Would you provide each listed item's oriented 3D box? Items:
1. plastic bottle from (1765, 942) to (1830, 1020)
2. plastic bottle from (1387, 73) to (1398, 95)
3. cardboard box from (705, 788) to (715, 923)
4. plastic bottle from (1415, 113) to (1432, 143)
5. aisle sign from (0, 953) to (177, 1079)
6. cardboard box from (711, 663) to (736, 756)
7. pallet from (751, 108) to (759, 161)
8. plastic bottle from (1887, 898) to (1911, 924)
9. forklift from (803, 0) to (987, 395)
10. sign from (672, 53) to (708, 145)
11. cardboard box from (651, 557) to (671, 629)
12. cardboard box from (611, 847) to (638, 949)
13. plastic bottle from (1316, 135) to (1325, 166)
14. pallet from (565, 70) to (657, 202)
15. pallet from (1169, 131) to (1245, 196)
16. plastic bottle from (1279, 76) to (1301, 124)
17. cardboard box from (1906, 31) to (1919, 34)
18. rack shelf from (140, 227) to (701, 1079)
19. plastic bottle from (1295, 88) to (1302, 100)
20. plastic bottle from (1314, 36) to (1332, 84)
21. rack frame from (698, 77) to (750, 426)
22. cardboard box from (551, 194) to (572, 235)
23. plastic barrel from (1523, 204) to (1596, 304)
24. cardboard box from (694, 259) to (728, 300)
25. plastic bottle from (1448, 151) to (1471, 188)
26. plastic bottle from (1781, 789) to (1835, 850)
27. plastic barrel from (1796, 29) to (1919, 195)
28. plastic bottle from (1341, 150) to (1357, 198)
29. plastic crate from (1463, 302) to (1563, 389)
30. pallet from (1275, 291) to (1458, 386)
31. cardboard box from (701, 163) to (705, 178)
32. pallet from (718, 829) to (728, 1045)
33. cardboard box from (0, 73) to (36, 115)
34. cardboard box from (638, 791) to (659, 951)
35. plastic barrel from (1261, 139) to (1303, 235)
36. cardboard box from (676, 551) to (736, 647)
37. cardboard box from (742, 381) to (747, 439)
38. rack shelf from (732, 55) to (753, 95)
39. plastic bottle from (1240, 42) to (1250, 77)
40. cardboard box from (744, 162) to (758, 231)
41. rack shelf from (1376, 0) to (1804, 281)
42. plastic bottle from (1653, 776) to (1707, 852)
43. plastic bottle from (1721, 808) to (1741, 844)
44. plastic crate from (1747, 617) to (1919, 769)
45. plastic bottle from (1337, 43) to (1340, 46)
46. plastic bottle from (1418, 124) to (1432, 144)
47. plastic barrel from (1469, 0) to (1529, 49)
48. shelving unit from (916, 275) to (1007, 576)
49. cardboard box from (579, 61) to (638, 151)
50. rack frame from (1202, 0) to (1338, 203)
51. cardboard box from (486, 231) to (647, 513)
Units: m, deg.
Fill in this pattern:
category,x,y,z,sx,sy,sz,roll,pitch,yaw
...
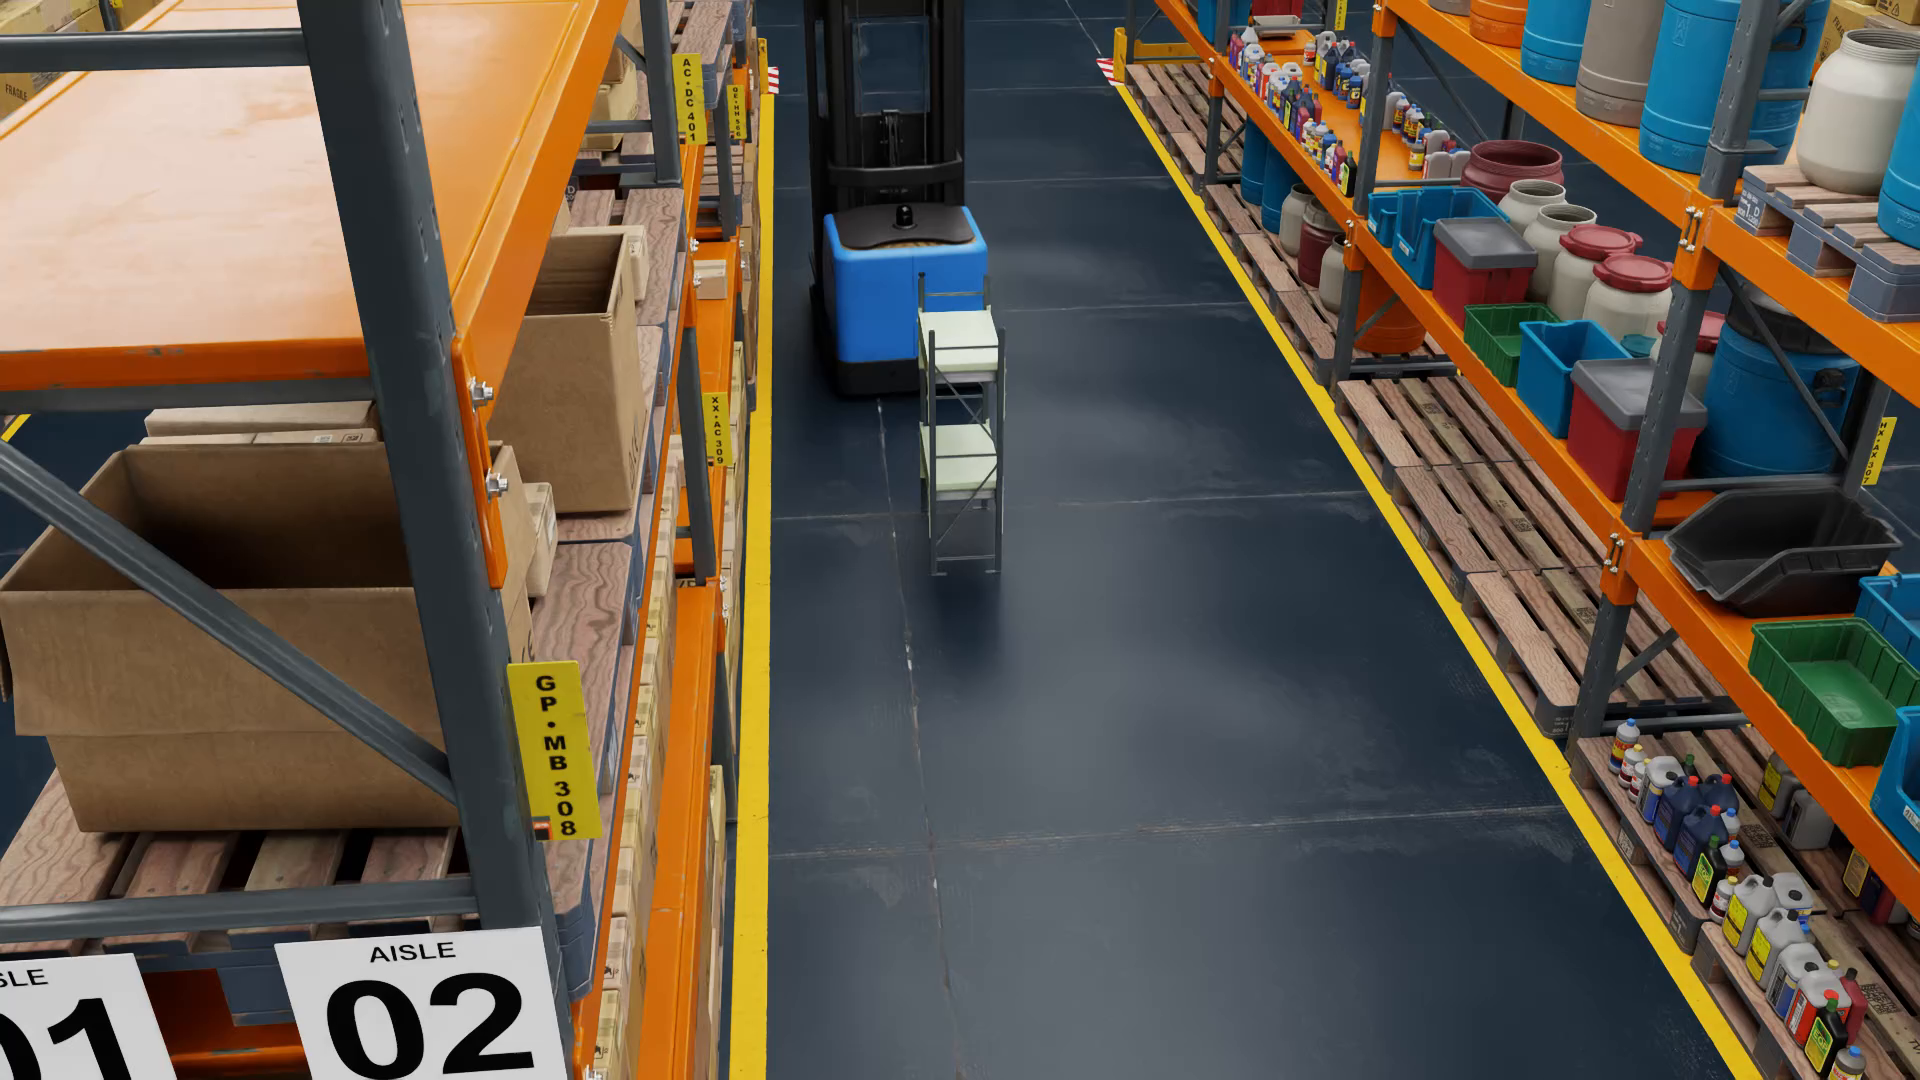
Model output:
category,x,y,z,sx,sy,sz,roll,pitch,yaw
plastic bottle,3.168,1.662,6.269,0.152,0.276,0.135,-4,31,-6
plastic bottle,3.179,-3.290,12.381,0.144,0.351,0.185,-3,31,-5
cardboard box,-1.224,1.153,6.435,0.500,0.500,0.500,-3,31,-5
plastic bottle,3.287,-2.896,11.787,0.061,0.283,0.133,-3,31,-5
aisle sign,-1.433,0.966,2.672,0.394,0.787,0.004,-3,31,-5
cardboard box,-1.311,0.775,7.800,0.500,0.250,0.500,-3,31,-6
pallet,-2.448,-3.869,16.023,1.003,0.211,1.213,-3,31,-5
plastic bottle,3.818,1.399,6.711,0.152,0.276,0.135,-2,31,-4
forklift,-0.551,-2.977,11.877,1.130,2.935,3.031,-5,31,-8
sign,-0.968,-1.578,5.961,0.100,0.325,0.005,-3,31,-5
cardboard box,-1.208,0.194,5.771,0.380,0.149,0.250,-3,31,-5
cardboard box,-1.067,0.976,4.461,0.380,0.149,0.250,-4,31,-6
plastic bottle,2.534,-2.712,11.560,0.097,0.201,0.097,0,31,0
pallet,-1.616,-1.663,6.870,0.805,0.209,1.217,-4,31,-7
pallet,2.557,-3.504,15.410,1.003,0.211,1.213,-3,31,-5
plastic bottle,2.466,-3.279,12.363,0.144,0.351,0.185,-3,31,-5
cardboard box,7.537,-3.585,12.729,0.500,0.500,0.500,-2,31,-4
rack shelf,-1.333,0.035,4.543,1.077,0.370,4.000,-3,31,-5
plastic bottle,2.499,-3.170,12.246,0.061,0.283,0.133,-3,31,-5
plastic bottle,2.932,-3.845,13.311,0.144,0.351,0.185,-3,31,-5
rack frame,-1.894,-2.049,10.257,1.000,3.000,0.127,-3,31,-5
cardboard box,-1.492,-0.733,4.481,0.797,0.503,0.637,1,31,1
plastic barrel,3.386,-1.603,9.400,0.421,0.512,0.421,0,31,0
cardboard box,-1.535,-1.496,9.574,0.380,0.149,0.250,-3,31,-5
plastic bottle,3.319,-2.468,11.078,0.152,0.276,0.135,-3,31,-5
plastic bottle,3.632,1.171,7.093,0.152,0.276,0.135,-3,31,-5
plastic barrel,3.256,-1.529,5.942,0.421,0.512,0.421,0,31,0
plastic bottle,2.575,-2.421,10.992,0.061,0.283,0.133,-3,31,-5
plastic crate,2.968,-1.027,8.752,0.450,0.188,0.662,-3,31,-5
pallet,2.923,-1.488,12.036,1.003,0.211,1.213,-3,31,-5
cardboard box,-2.065,-2.589,10.652,0.700,0.500,0.500,-13,33,-21
pallet,-1.488,1.598,6.869,1.003,0.211,1.213,-3,31,-5
cardboard box,-6.758,-3.036,11.502,0.500,0.500,0.500,-2,31,-3
cardboard box,-1.325,0.963,5.116,0.700,0.500,0.500,-2,31,-3
plastic barrel,2.764,-2.966,13.428,0.600,0.901,0.708,-3,31,-5
cardboard box,-1.352,0.273,8.093,0.500,0.311,0.500,-3,31,-5
cardboard box,-1.602,-0.792,10.424,0.500,0.250,0.500,-2,31,-3
rack shelf,-2.455,-4.804,15.570,1.077,0.370,4.000,-3,31,-5
plastic bottle,2.324,-3.888,13.461,0.097,0.271,0.097,0,31,0
cardboard box,-1.899,-2.716,13.382,0.500,0.500,0.500,-3,31,-4
rack shelf,3.225,-2.243,8.356,1.077,0.370,4.000,-3,31,-5
plastic bottle,3.074,1.138,7.075,0.144,0.351,0.185,-2,31,-3
plastic bottle,3.208,1.240,6.981,0.097,0.271,0.097,0,31,0
plastic crate,3.257,0.555,6.103,0.450,0.188,0.662,-3,31,-5
plastic bottle,3.057,-3.902,13.478,0.152,0.276,0.135,-3,31,-5
plastic bottle,3.232,-2.760,11.571,0.097,0.271,0.097,0,31,0
plastic barrel,2.960,-2.993,8.493,0.600,0.830,0.708,-3,31,-5
shelving unit,0.001,-0.640,9.360,0.431,1.500,0.755,-3,31,-5
cardboard box,-1.568,-1.726,6.527,0.500,0.250,0.500,0,31,1
rack frame,2.664,-4.327,14.070,1.000,3.000,0.127,-3,31,-5
cardboard box,-1.030,-0.397,3.922,0.500,0.500,0.500,-3,31,-5
